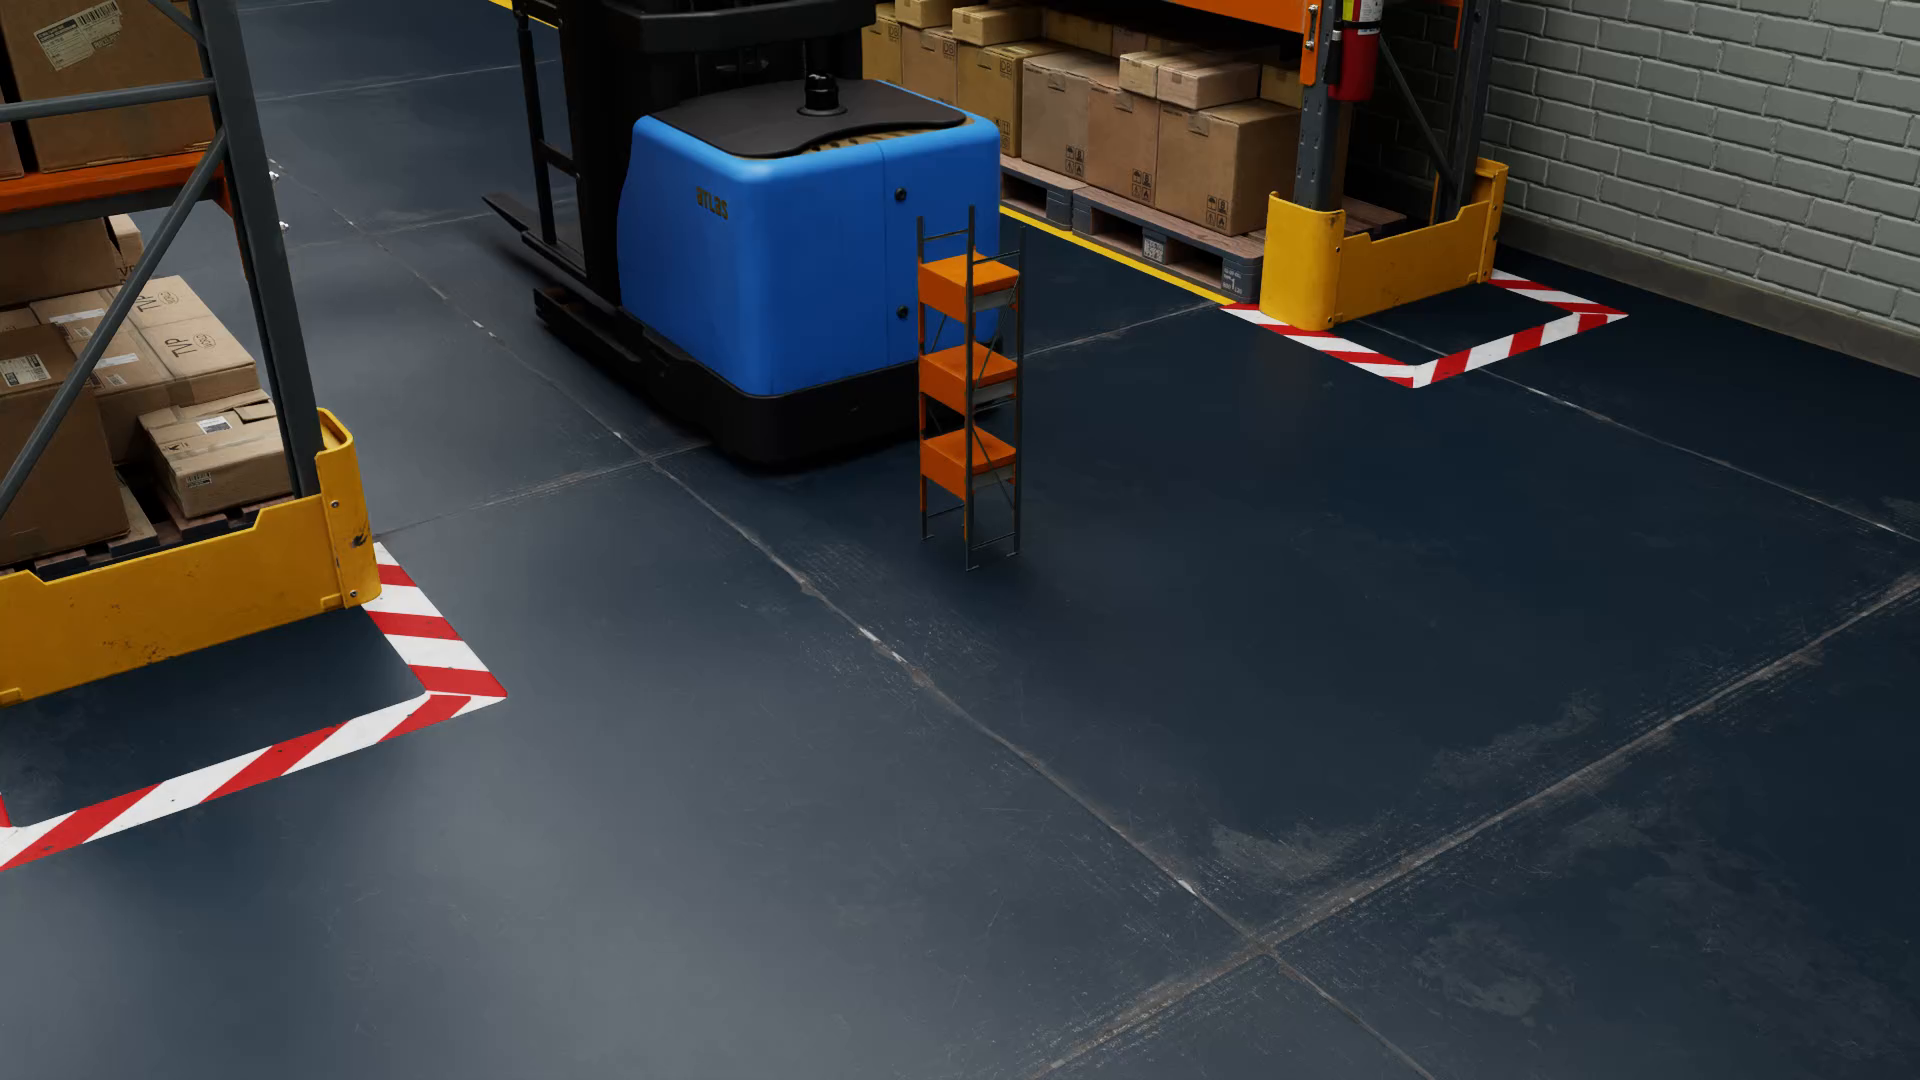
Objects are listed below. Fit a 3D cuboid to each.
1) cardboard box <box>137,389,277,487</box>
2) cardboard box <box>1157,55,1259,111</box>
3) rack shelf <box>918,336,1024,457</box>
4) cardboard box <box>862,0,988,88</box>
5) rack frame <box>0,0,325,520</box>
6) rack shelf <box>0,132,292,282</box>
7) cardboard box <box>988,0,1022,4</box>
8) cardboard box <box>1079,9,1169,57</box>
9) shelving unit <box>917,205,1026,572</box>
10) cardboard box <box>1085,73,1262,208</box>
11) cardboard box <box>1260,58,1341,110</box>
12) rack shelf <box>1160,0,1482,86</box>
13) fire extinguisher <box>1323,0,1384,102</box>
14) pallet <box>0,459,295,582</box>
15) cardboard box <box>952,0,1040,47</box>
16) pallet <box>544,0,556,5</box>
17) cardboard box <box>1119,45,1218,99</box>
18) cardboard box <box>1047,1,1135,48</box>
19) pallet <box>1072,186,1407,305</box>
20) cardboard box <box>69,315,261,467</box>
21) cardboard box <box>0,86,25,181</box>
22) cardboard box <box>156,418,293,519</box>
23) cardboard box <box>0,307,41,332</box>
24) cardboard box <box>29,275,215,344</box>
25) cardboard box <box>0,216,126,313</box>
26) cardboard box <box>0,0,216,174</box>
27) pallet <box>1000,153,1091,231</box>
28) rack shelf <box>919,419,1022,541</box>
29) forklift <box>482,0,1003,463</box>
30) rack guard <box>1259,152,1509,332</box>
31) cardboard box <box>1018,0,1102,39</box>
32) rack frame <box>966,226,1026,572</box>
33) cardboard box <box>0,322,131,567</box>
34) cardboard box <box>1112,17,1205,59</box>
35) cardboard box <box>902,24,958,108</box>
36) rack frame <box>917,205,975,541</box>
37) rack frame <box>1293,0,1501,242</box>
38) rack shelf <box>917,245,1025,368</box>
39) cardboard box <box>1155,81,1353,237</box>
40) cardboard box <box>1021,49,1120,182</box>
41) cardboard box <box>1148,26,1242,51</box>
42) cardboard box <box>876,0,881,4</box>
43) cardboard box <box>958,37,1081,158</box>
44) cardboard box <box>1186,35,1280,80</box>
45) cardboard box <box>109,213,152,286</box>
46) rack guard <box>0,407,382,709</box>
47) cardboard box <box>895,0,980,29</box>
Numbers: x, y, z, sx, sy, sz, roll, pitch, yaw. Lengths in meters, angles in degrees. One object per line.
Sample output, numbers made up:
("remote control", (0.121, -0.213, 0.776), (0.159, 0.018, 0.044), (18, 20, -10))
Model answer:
("cardboard box", (-2.339, -0.330, 5.222), (0.380, 0.166, 0.250), (-19, 34, -31))
("cardboard box", (1.091, -2.014, 7.315), (0.380, 0.149, 0.250), (-19, 34, -31))
("rack shelf", (0.031, -0.431, 4.966), (0.215, 0.259, 0.240), (-19, 34, -31))
("cardboard box", (-0.168, -2.721, 9.296), (0.700, 0.500, 0.500), (-18, 33, -30))
("rack frame", (-2.232, -1.026, 3.996), (1.000, 3.000, 0.127), (-19, 34, -31))
("rack shelf", (-3.392, -1.488, 5.600), (1.077, 0.370, 4.000), (-19, 34, -31))
("cardboard box", (0.370, -2.811, 8.782), (0.380, 0.149, 0.250), (-20, 34, -32))
("cardboard box", (0.813, -2.514, 8.235), (0.380, 0.149, 0.250), (-18, 33, -30))
("shelving unit", (0.031, -0.441, 4.961), (0.215, 1.050, 0.252), (-19, 34, -31))
("cardboard box", (1.024, -1.924, 7.829), (0.700, 0.500, 0.500), (-19, 34, -31))
("cardboard box", (1.549, -2.021, 7.328), (0.380, 0.149, 0.250), (-19, 34, -30))
("rack shelf", (0.641, -2.860, 8.128), (1.077, 0.370, 4.000), (-19, 34, -31))
("fire extinguisher", (1.513, -2.015, 6.288), (0.296, 0.674, 0.183), (-19, 34, -31))
("pallet", (-2.739, -0.140, 5.287), (1.003, 0.211, 1.213), (-19, 34, -31))
("cardboard box", (0.184, -2.619, 8.430), (0.380, 0.149, 0.250), (-20, 34, -32))
("pallet", (-2.443, -3.956, 12.314), (1.003, 0.211, 1.213), (-19, 34, -31))
("cardboard box", (0.942, -2.113, 7.497), (0.380, 0.149, 0.250), (-18, 33, -29))
("cardboard box", (0.666, -2.612, 8.416), (0.380, 0.149, 0.250), (-19, 34, -31))
("pallet", (1.274, -1.463, 7.722), (1.003, 0.211, 1.213), (-19, 34, -31))
("cardboard box", (-2.606, -0.495, 5.439), (0.500, 0.250, 0.500), (-19, 34, -31))
("cardboard box", (-2.713, -1.169, 4.154), (0.500, 0.500, 0.500), (-18, 33, -29))
("cardboard box", (-2.194, -0.225, 5.047), (0.380, 0.149, 0.250), (-19, 34, -31))
("cardboard box", (-3.274, -0.532, 5.507), (0.500, 0.250, 0.500), (-19, 34, -31))
("cardboard box", (-2.896, -0.690, 5.797), (0.500, 0.250, 0.500), (-19, 34, -31))
("cardboard box", (-3.458, -0.949, 6.008), (0.797, 0.503, 0.637), (-19, 34, -31))
("cardboard box", (-2.274, -1.316, 4.425), (0.500, 0.500, 0.500), (-18, 33, -30))
("pallet", (0.570, -1.937, 8.595), (1.003, 0.211, 1.213), (-19, 34, -31))
("rack shelf", (0.031, -0.187, 5.099), (0.215, 0.259, 0.240), (-19, 34, -31))
("forklift", (-1.094, -2.198, 6.227), (1.130, 2.935, 3.031), (-18, 33, -30))
("rack guard", (1.815, -1.291, 7.104), (1.175, 0.500, 0.348), (-19, 34, -31))
("cardboard box", (0.516, -2.712, 8.601), (0.380, 0.149, 0.250), (-18, 33, -30))
("rack frame", (0.102, -0.393, 4.874), (0.200, 1.050, 0.008), (-19, 34, -31))
("cardboard box", (-2.748, -0.264, 4.752), (0.500, 0.500, 0.500), (-19, 34, -31))
("cardboard box", (0.962, -2.414, 8.052), (0.380, 0.149, 0.250), (-18, 33, -30))
("cardboard box", (0.120, -2.525, 8.935), (0.700, 0.500, 0.500), (-19, 34, -31))
("rack frame", (-0.040, -0.488, 5.048), (0.200, 1.050, 0.008), (-19, 34, -31))
("rack frame", (1.801, -2.399, 6.524), (1.000, 3.000, 0.127), (-19, 34, -31))
("rack shelf", (0.031, -0.681, 4.831), (0.215, 0.259, 0.240), (-19, 34, -31))
("cardboard box", (1.314, -1.729, 7.471), (0.700, 0.500, 0.500), (-19, 34, -31))
("cardboard box", (0.731, -2.119, 8.188), (0.700, 0.500, 0.500), (-20, 34, -32))
("cardboard box", (1.110, -2.315, 7.870), (0.380, 0.149, 0.250), (-18, 34, -30))
("cardboard box", (-1.002, -3.411, 10.199), (0.750, 0.750, 0.750), (-18, 33, -30))
("cardboard box", (0.416, -2.325, 8.566), (0.700, 0.500, 0.500), (-18, 33, -30))
("cardboard box", (1.255, -2.218, 7.690), (0.380, 0.149, 0.250), (-19, 34, -31))
("cardboard box", (-3.555, -1.158, 6.596), (0.500, 0.311, 0.500), (-19, 34, -31))
("rack guard", (-2.276, 0.043, 4.647), (1.175, 0.500, 0.348), (-19, 34, -31))
("cardboard box", (-0.118, -2.822, 8.803), (0.380, 0.149, 0.250), (-18, 33, -29))
